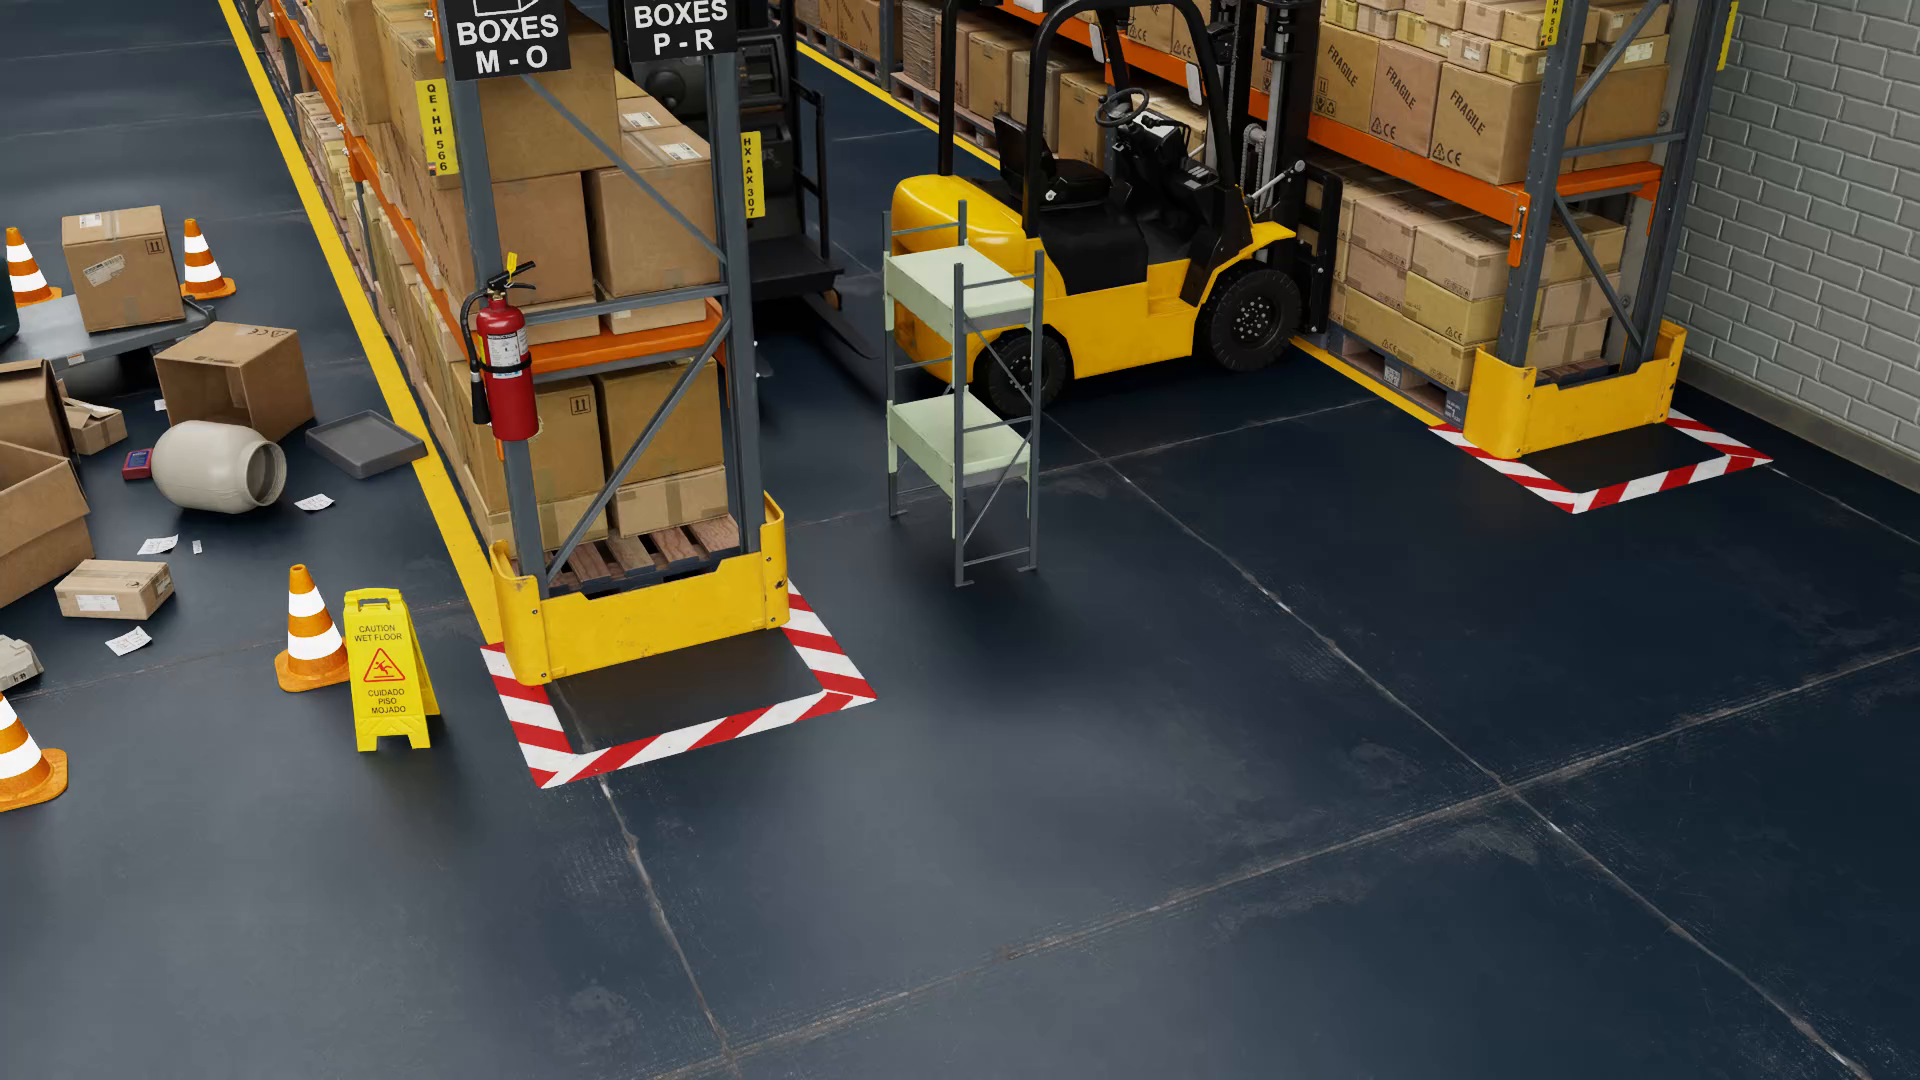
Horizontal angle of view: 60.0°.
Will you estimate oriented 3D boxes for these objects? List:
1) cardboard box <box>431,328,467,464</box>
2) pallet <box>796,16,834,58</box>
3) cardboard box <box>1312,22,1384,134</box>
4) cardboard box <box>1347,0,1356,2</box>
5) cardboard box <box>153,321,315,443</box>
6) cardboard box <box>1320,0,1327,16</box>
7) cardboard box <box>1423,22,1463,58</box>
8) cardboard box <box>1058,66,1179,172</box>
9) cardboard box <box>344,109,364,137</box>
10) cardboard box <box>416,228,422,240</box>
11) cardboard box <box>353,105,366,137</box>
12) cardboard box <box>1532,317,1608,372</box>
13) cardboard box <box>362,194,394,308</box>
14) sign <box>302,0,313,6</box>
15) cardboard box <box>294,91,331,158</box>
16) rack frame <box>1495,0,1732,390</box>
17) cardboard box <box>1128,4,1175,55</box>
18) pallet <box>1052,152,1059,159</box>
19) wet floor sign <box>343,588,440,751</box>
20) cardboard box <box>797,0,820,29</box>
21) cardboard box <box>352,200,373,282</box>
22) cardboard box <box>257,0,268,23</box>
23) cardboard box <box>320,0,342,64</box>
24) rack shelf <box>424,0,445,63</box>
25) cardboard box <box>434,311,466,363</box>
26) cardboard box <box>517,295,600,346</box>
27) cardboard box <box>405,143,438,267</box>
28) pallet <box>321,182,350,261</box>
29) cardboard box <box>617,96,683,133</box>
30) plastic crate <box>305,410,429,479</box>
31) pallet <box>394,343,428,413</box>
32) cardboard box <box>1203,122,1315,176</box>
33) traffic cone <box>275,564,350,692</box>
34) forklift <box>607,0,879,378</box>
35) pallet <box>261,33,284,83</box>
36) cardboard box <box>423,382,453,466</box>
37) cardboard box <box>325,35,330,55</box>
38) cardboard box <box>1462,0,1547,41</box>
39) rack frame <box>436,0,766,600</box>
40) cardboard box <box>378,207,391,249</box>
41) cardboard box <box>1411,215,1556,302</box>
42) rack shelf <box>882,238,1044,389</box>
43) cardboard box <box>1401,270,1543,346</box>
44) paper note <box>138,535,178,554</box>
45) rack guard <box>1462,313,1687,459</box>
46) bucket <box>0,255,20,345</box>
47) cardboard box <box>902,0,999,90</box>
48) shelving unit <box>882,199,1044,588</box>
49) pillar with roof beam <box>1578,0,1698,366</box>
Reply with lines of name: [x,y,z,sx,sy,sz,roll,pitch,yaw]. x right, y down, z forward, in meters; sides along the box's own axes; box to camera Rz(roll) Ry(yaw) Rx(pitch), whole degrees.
cardboard box: [-2.085,-0.714,7.573,0.500,0.500,0.500,-12,31,-20]
pallet: [-1.037,-5.112,16.651,1.003,0.211,1.213,-13,32,-22]
cardboard box: [2.320,-2.582,9.185,0.500,0.500,0.500,-14,32,-23]
cardboard box: [2.221,-3.031,9.020,0.380,0.149,0.250,-12,32,-21]
cardboard box: [-3.764,-0.793,8.651,0.500,0.500,0.500,7,30,13]
cardboard box: [2.203,-3.030,9.321,0.380,0.149,0.250,-13,32,-22]
cardboard box: [2.609,-2.573,8.507,0.380,0.149,0.250,-12,32,-21]
cardboard box: [1.252,-3.061,12.140,0.875,0.625,0.625,-12,31,-20]
cardboard box: [-3.150,-2.325,9.087,0.380,0.149,0.250,-13,32,-22]
cardboard box: [-2.244,-1.436,7.500,0.380,0.149,0.250,-13,32,-22]
cardboard box: [-2.822,-2.345,8.459,0.500,0.500,0.500,-13,32,-22]
cardboard box: [3.169,-1.160,9.134,0.500,0.250,0.500,-13,32,-22]
cardboard box: [-2.986,-1.635,9.214,0.500,0.500,0.500,-12,31,-20]
sign: [-3.495,-3.028,8.900,0.100,0.325,0.005,-13,32,-22]
cardboard box: [-4.479,-3.194,12.636,0.950,0.372,0.625,-15,33,-25]
rack frame: [3.203,-1.918,8.104,1.000,3.000,0.127,-13,32,-22]
cardboard box: [1.441,-3.478,10.784,0.500,0.500,0.500,-14,32,-23]
pallet: [1.135,-2.786,12.503,1.003,0.211,1.213,-13,32,-22]
wet floor sign: [-2.163,0.461,6.268,0.267,0.644,0.232,-3,29,-5]
cardboard box: [-1.279,-5.366,16.379,0.500,0.500,0.500,-14,32,-24]
cardboard box: [-3.223,-1.910,10.346,0.950,0.372,0.625,-13,32,-21]
cardboard box: [-6.602,-5.541,16.755,0.875,0.438,0.875,-14,32,-23]
cardboard box: [-2.612,-2.553,7.808,0.700,0.500,0.500,-14,32,-23]
rack shelf: [-2.137,-2.753,7.261,1.077,0.370,4.000,-13,32,-22]
cardboard box: [-2.076,-0.916,7.268,0.380,0.149,0.250,-12,31,-21]
cardboard box: [-1.632,-0.885,6.519,0.380,0.149,0.250,-12,31,-20]
cardboard box: [-1.971,-1.452,6.866,0.500,0.500,0.500,-13,32,-22]
pallet: [-3.859,-2.309,11.651,1.003,0.211,1.213,-13,32,-22]
cardboard box: [-1.456,-1.544,7.029,0.500,0.500,0.500,-12,31,-20]
plastic crate: [-3.062,-0.502,8.564,0.583,0.080,0.402,26,38,38]
pallet: [-2.675,-1.136,9.560,1.003,0.211,1.213,-13,32,-22]
cardboard box: [1.845,-2.380,10.288,0.500,0.250,0.500,-12,31,-20]
traffic cone: [-2.628,0.313,6.719,0.336,0.463,0.334,-13,32,-22]
forklift: [-1.375,-2.689,9.549,1.130,2.935,3.031,-13,32,-21]
pallet: [-6.030,-4.634,15.798,1.003,0.211,1.213,-13,32,-22]
cardboard box: [-2.313,-0.619,8.170,0.500,0.250,0.500,-14,32,-24]
cardboard box: [-3.465,-2.884,9.655,0.380,0.149,0.250,-13,32,-21]
cardboard box: [2.725,-2.591,8.234,0.380,0.149,0.250,-13,32,-22]
rack frame: [-1.278,-0.875,6.243,1.000,3.000,0.127,-13,32,-22]
cardboard box: [-2.764,-1.624,8.531,0.380,0.149,0.250,-12,31,-20]
cardboard box: [2.724,-1.476,8.676,0.500,0.250,0.500,-12,31,-20]
rack shelf: [0.003,-0.992,7.187,0.431,0.370,0.720,-13,32,-22]
cardboard box: [2.712,-1.270,8.818,0.500,0.250,0.500,-14,32,-23]
paper note: [-3.711,0.019,7.696,0.148,0.019,0.142,-3,29,-5]
rack guard: [3.214,-0.818,8.697,1.175,0.500,0.348,-13,32,-22]
bucket: [-5.282,-1.217,8.646,0.726,0.611,0.620,-3,19,-5]
cardboard box: [0.024,-4.321,14.388,0.875,0.625,0.625,-12,31,-20]
shelving unit: [0.003,-0.651,7.378,0.431,1.500,0.755,-13,32,-22]
pillar with roof beam: [-0.170,-4.128,5.911,9.100,9.000,0.400,-13,32,-22]
